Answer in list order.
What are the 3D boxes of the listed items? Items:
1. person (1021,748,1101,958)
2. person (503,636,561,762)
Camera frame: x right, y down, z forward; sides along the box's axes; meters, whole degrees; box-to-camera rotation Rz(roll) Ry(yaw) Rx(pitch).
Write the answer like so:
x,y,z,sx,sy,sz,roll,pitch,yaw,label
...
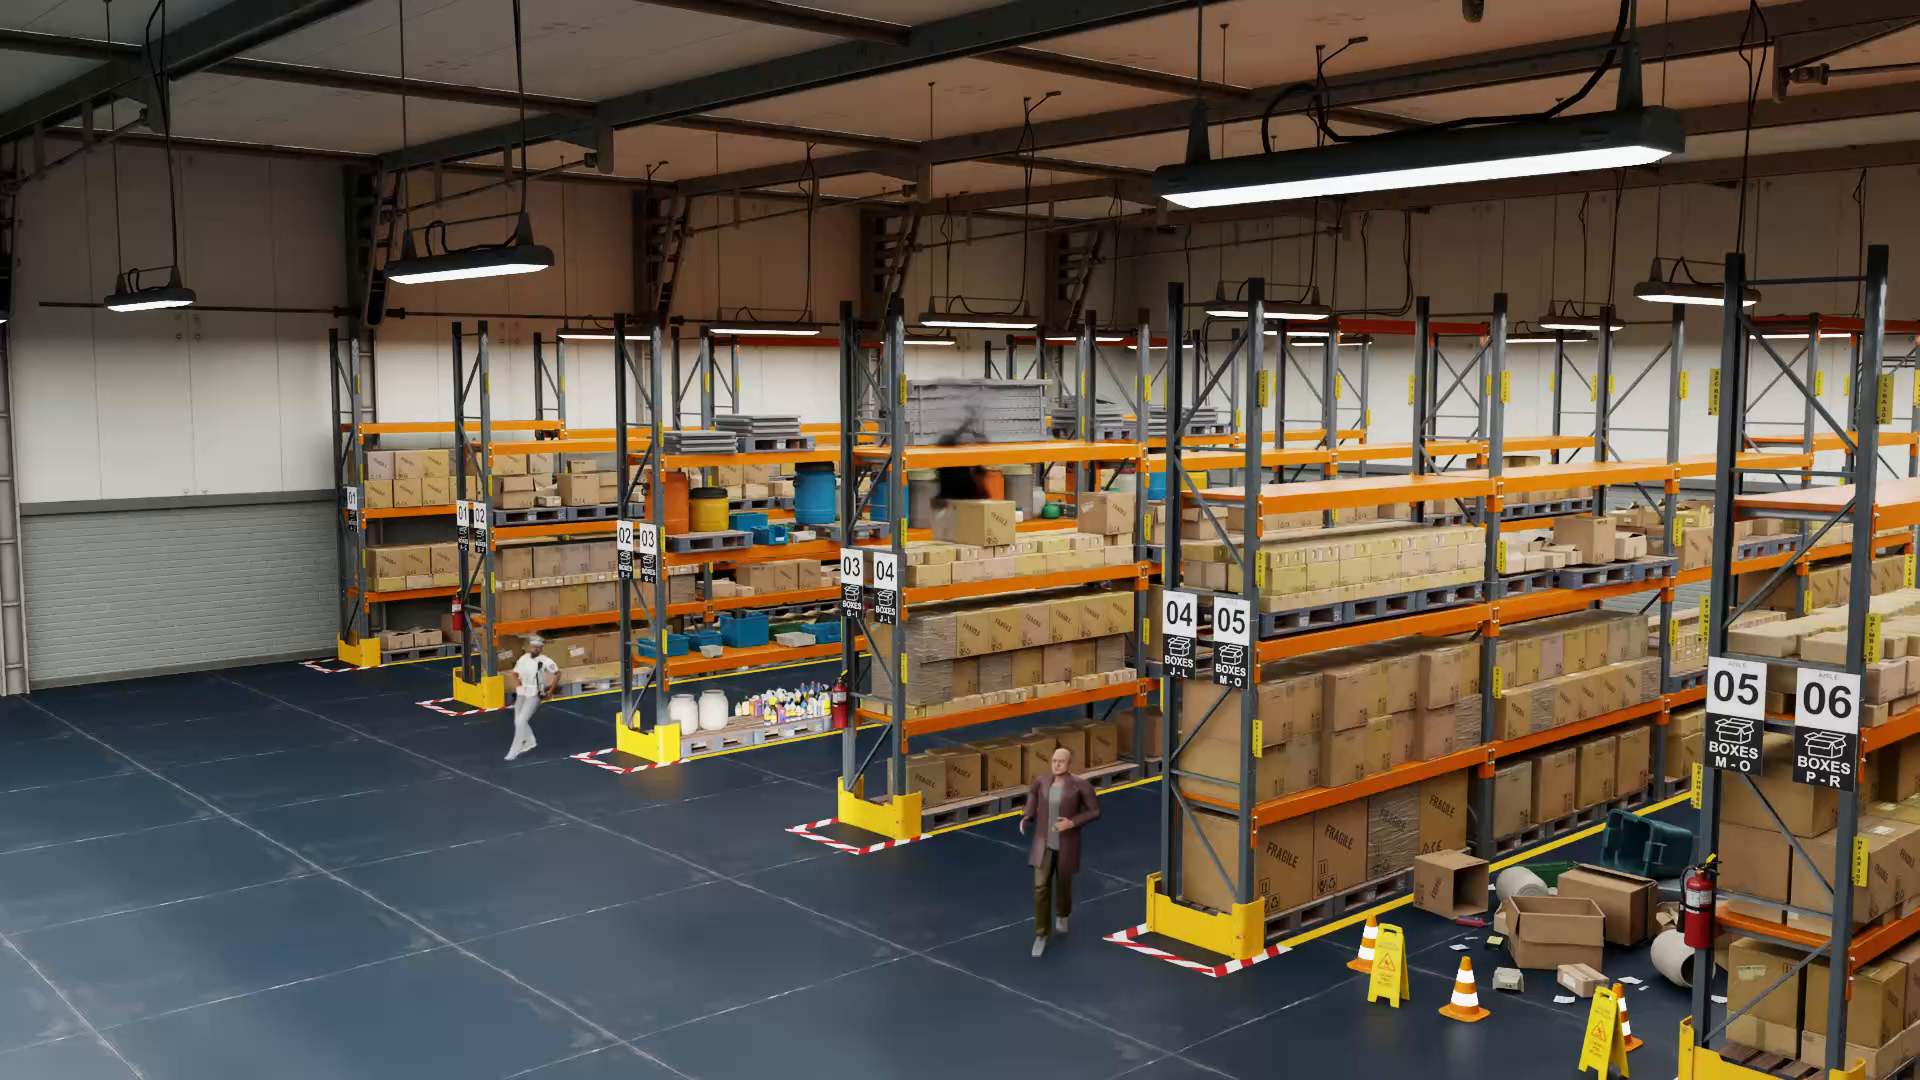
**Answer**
x,y,z,sx,sy,sz,roll,pitch,yaw,label
0.915,2.832,15.100,0.738,1.776,0.898,2,6,20,person
-5.836,2.132,22.514,0.590,1.677,0.690,2,6,22,person
